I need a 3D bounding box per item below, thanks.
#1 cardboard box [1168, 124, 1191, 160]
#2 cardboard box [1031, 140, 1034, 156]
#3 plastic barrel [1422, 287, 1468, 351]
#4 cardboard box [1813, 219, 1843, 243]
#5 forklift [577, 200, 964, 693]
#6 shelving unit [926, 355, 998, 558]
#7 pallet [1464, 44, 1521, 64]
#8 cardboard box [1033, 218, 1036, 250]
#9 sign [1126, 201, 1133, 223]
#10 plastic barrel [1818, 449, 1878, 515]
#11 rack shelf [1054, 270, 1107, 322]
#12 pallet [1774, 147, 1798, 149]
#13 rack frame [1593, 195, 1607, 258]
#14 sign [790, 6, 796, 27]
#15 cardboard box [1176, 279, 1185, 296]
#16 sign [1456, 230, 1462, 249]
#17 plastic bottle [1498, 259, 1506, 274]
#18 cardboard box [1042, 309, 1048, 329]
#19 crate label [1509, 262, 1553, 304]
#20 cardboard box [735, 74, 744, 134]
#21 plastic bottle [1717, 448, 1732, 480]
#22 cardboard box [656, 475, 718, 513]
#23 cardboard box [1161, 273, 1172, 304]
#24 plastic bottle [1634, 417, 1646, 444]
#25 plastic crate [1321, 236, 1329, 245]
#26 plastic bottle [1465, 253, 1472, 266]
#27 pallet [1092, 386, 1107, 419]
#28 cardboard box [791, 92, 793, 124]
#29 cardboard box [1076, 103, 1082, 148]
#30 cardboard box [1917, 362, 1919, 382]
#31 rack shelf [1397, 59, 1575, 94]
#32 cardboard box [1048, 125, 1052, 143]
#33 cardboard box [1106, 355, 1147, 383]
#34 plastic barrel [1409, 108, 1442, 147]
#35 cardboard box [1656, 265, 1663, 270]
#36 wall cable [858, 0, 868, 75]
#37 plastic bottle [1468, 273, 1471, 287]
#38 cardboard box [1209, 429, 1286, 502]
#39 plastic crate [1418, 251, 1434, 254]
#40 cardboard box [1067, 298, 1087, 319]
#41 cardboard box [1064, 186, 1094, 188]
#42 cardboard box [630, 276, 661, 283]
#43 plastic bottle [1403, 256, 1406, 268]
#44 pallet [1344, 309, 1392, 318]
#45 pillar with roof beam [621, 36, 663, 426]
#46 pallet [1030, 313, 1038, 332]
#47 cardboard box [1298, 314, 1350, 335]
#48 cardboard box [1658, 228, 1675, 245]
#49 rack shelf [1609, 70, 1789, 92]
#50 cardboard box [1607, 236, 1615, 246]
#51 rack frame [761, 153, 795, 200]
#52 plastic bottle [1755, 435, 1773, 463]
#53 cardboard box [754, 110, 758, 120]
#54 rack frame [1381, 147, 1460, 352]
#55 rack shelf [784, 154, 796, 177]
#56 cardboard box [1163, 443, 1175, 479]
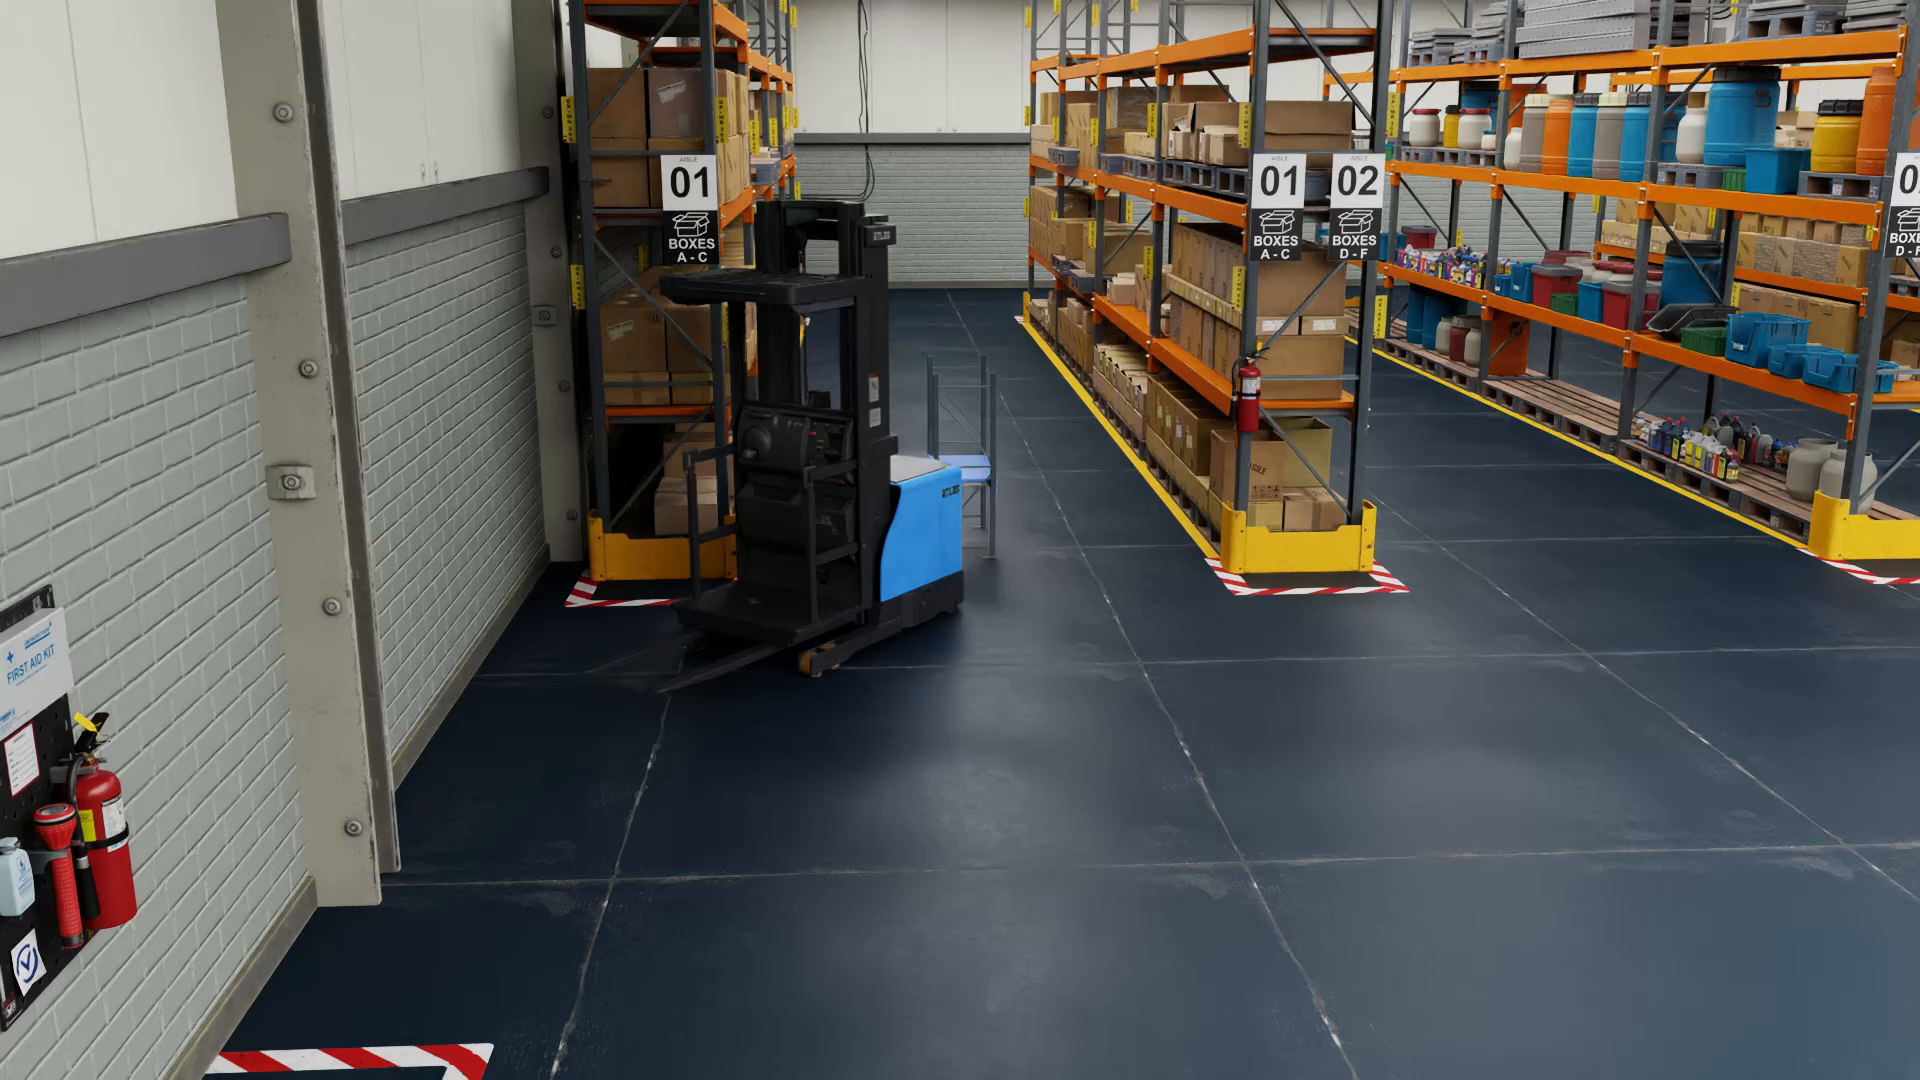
[{"bbox_3d":[2.220,-3.659,15.264,0.500,0.311,0.500,-2,15,-7],"label":"cardboard box"},{"bbox_3d":[1.453,-6.475,27.453,0.500,0.250,0.500,-1,14,-3],"label":"cardboard box"},{"bbox_3d":[6.927,-3.183,23.745,0.600,0.901,0.708,-1,14,-3],"label":"plastic barrel"},{"bbox_3d":[11.991,-4.267,22.378,0.797,0.503,0.637,-1,14,-2],"label":"cardboard box"},{"bbox_3d":[-1.202,-0.676,10.772,1.130,2.935,3.031,9,17,32],"label":"forklift"},{"bbox_3d":[0.005,-0.705,13.757,0.538,1.500,1.048,-1,14,-3],"label":"shelving unit"},{"bbox_3d":[7.100,-6.113,20.906,1.213,0.211,1.003,-1,14,-3],"label":"pallet"},{"bbox_3d":[1.476,-5.032,27.365,0.500,0.500,0.500,-1,14,-4],"label":"cardboard box"},{"bbox_3d":[2.476,-4.802,24.346,0.100,0.325,0.005,-1,14,-3],"label":"sign"},{"bbox_3d":[7.493,-0.484,14.037,0.421,0.512,0.421,0,14,0],"label":"plastic barrel"},{"bbox_3d":[2.046,-3.386,22.610,1.077,0.370,4.000,-1,14,-3],"label":"rack shelf"},{"bbox_3d":[11.916,-5.517,23.811,0.805,0.209,1.217,-1,15,-6],"label":"pallet"},{"bbox_3d":[11.562,-5.379,28.911,1.000,3.000,0.127,-1,14,-3],"label":"rack frame"},{"bbox_3d":[-2.727,-8.550,27.164,0.100,0.325,0.005,-1,14,-3],"label":"sign"},{"bbox_3d":[2.275,-2.408,15.864,0.380,0.149,0.250,-1,14,-5],"label":"cardboard box"},{"bbox_3d":[7.416,-4.449,24.744,0.100,0.325,0.005,-1,14,-3],"label":"sign"},{"bbox_3d":[7.359,-3.679,22.565,0.097,0.271,0.097,0,14,0],"label":"plastic bottle"},{"bbox_3d":[1.558,-3.467,25.993,0.500,0.311,0.500,-1,14,-3],"label":"cardboard box"},{"bbox_3d":[6.906,-3.078,19.900,0.502,0.435,0.616,-1,14,-3],"label":"crate label"},{"bbox_3d":[-2.137,-3.773,14.405,0.500,0.500,0.500,-1,14,-5],"label":"cardboard box"},{"bbox_3d":[7.033,-0.699,15.293,0.061,0.283,0.133,-1,14,-2],"label":"plastic bottle"},{"bbox_3d":[-2.266,-0.396,14.059,0.500,0.311,0.500,0,14,1],"label":"cardboard box"},{"bbox_3d":[2.354,-2.613,17.961,0.500,0.500,0.500,0,14,1],"label":"cardboard box"},{"bbox_3d":[6.944,-1.123,16.965,0.097,0.271,0.097,0,14,0],"label":"plastic bottle"},{"bbox_3d":[6.243,-5.056,28.066,0.250,0.136,0.298,-1,14,-3],"label":"plastic crate"},{"bbox_3d":[7.153,-3.896,23.406,0.097,0.271,0.097,0,14,0],"label":"plastic bottle"},{"bbox_3d":[2.182,-1.681,20.137,1.003,0.211,1.213,-1,14,-3],"label":"pallet"},{"bbox_3d":[-2.952,-6.966,26.815,0.500,0.500,0.500,-1,14,-4],"label":"cardboard box"},{"bbox_3d":[1.944,-5.692,22.867,0.600,0.600,0.600,-1,14,-4],"label":"cardboard box"},{"bbox_3d":[12.166,-2.087,20.253,0.700,0.500,0.500,-2,15,-8],"label":"cardboard box"},{"bbox_3d":[6.991,-6.173,22.206,1.077,0.370,4.000,-1,14,-3],"label":"rack shelf"},{"bbox_3d":[1.594,-6.095,24.974,0.500,0.250,0.500,-1,14,-3],"label":"cardboard box"},{"bbox_3d":[1.980,-1.988,19.284,0.500,0.311,0.500,-1,14,-5],"label":"cardboard box"},{"bbox_3d":[6.649,-5.894,23.780,0.433,0.535,0.433,0,14,0],"label":"plastic barrel"},{"bbox_3d":[11.793,-3.947,26.770,0.875,0.875,0.875,-1,14,-3],"label":"cardboard box"},{"bbox_3d":[-0.563,-10.451,32.680,3.097,2.526,0.112,-1,14,-3],"label":"wall cable"},{"bbox_3d":[6.660,-3.397,21.607,0.097,0.201,0.097,0,14,0],"label":"plastic bottle"},{"bbox_3d":[2.336,-0.611,13.552,0.500,0.500,0.500,-1,14,-3],"label":"cardboard box"},{"bbox_3d":[6.980,-4.327,25.231,0.396,0.136,0.243,-1,14,-3],"label":"plastic crate"},{"bbox_3d":[1.771,-3.225,23.168,0.500,0.250,0.500,-1,14,-3],"label":"cardboard box"},{"bbox_3d":[1.977,-5.653,27.769,0.500,0.500,0.500,-1,14,-4],"label":"cardboard box"},{"bbox_3d":[-2.651,-2.092,14.894,0.500,0.500,0.500,0,14,-2],"label":"cardboard box"},{"bbox_3d":[6.497,-4.052,24.153,0.097,0.201,0.097,0,14,0],"label":"plastic bottle"},{"bbox_3d":[6.631,-3.746,28.162,1.003,0.211,1.213,-1,14,-3],"label":"pallet"},{"bbox_3d":[0.740,-5.795,18.489,9.100,9.000,0.400,-1,14,-3],"label":"pillar with roof beam"},{"bbox_3d":[1.730,-3.659,27.824,1.003,0.211,1.213,-1,14,-3],"label":"pallet"},{"bbox_3d":[2.857,-1.711,13.153,0.380,0.149,0.250,-1,14,-4],"label":"cardboard box"},{"bbox_3d":[11.454,-4.817,26.431,0.500,0.250,0.500,-1,14,-2],"label":"cardboard box"},{"bbox_3d":[11.686,-7.244,26.370,1.077,0.370,4.000,-1,14,-3],"label":"rack shelf"},{"bbox_3d":[11.272,-5.100,28.331,0.380,0.149,0.250,-1,14,-4],"label":"cardboard box"},{"bbox_3d":[-3.269,-5.149,28.019,1.000,3.000,0.127,-1,14,-3],"label":"rack frame"},{"bbox_3d":[7.728,-0.887,16.039,0.152,0.276,0.135,-1,14,-2],"label":"plastic bottle"},{"bbox_3d":[-2.967,-5.262,21.355,0.700,0.500,0.500,0,14,-1],"label":"cardboard box"},{"bbox_3d":[6.867,-4.307,24.747,1.000,3.000,0.127,-1,14,-3],"label":"rack frame"},{"bbox_3d":[-3.145,-5.756,25.802,1.077,0.370,4.000,-1,14,-3],"label":"rack shelf"},{"bbox_3d":[2.196,-0.745,15.578,0.500,0.250,0.500,-1,14,-3],"label":"cardboard box"}]
